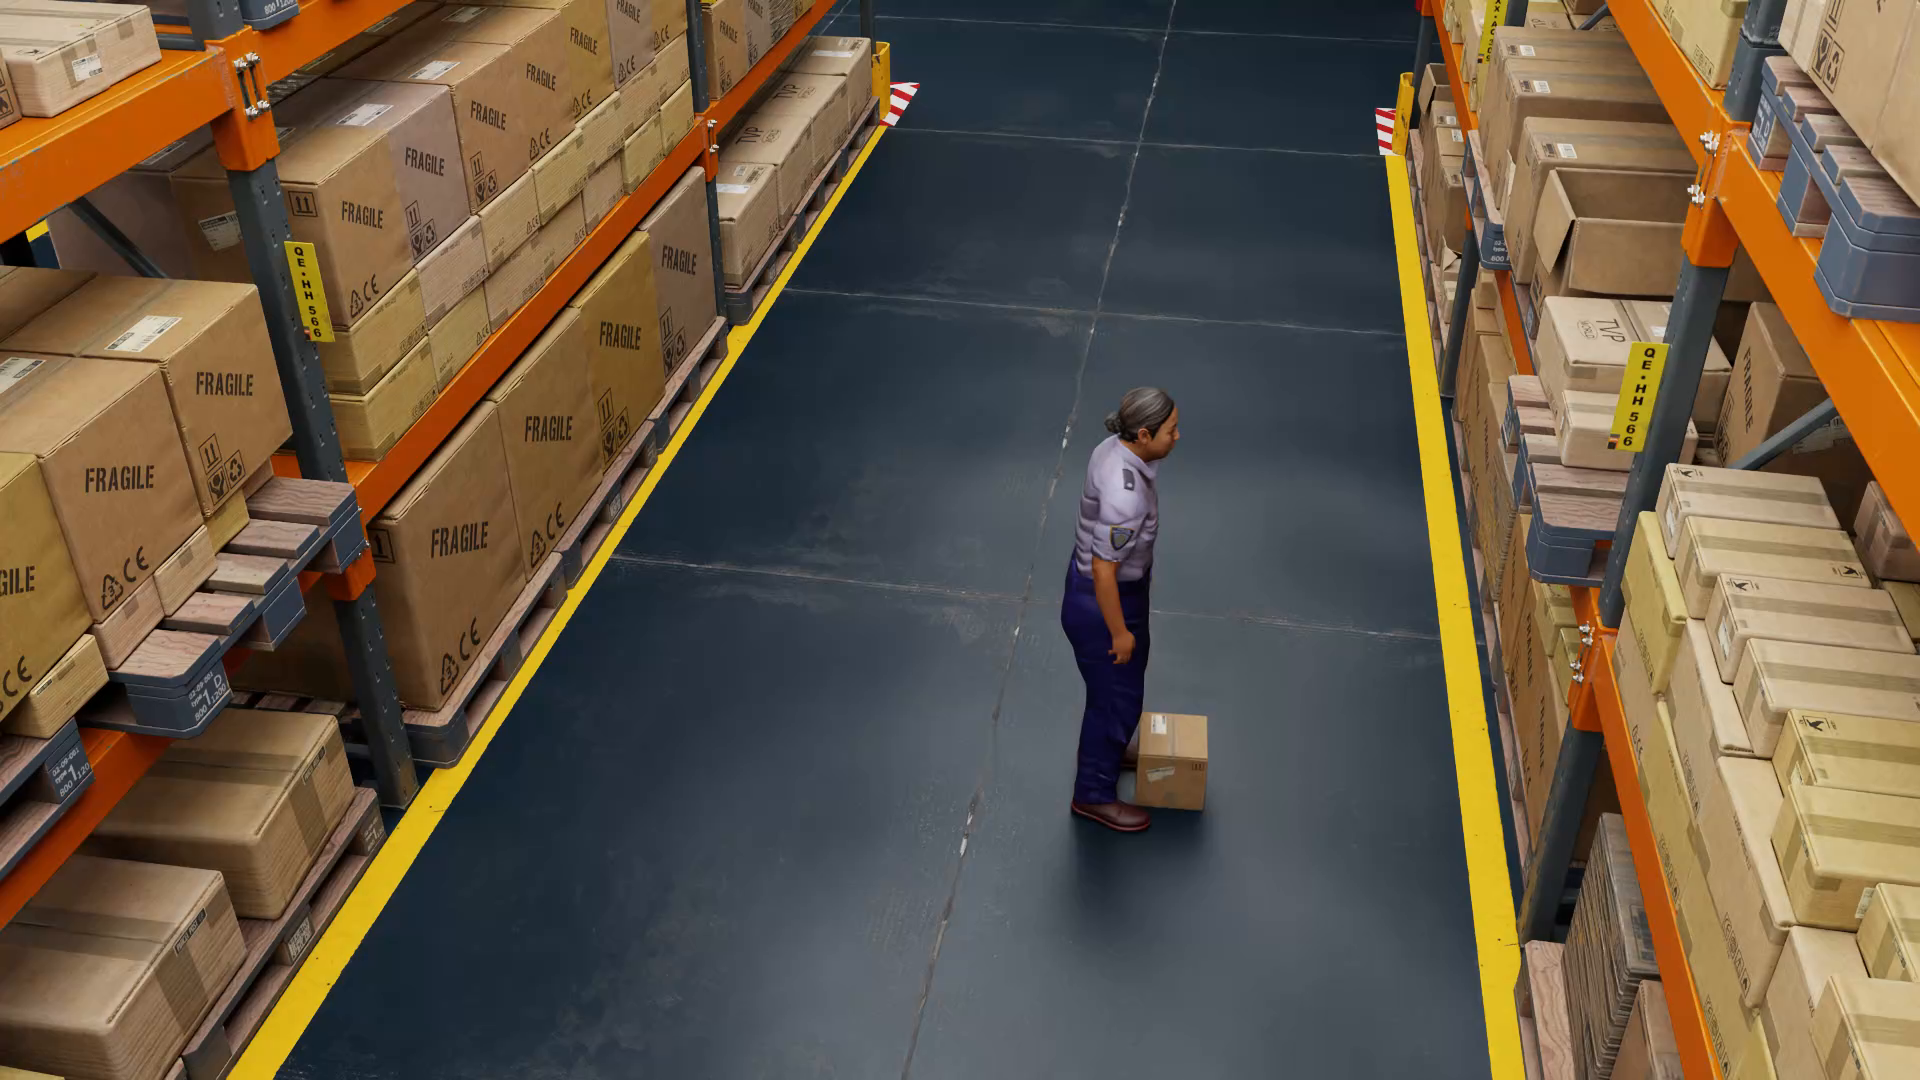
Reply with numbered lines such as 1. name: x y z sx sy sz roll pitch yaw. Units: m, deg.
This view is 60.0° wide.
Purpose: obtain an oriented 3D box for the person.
1. person: 0.544 0.223 5.811 0.372 1.636 0.546 4 33 6
